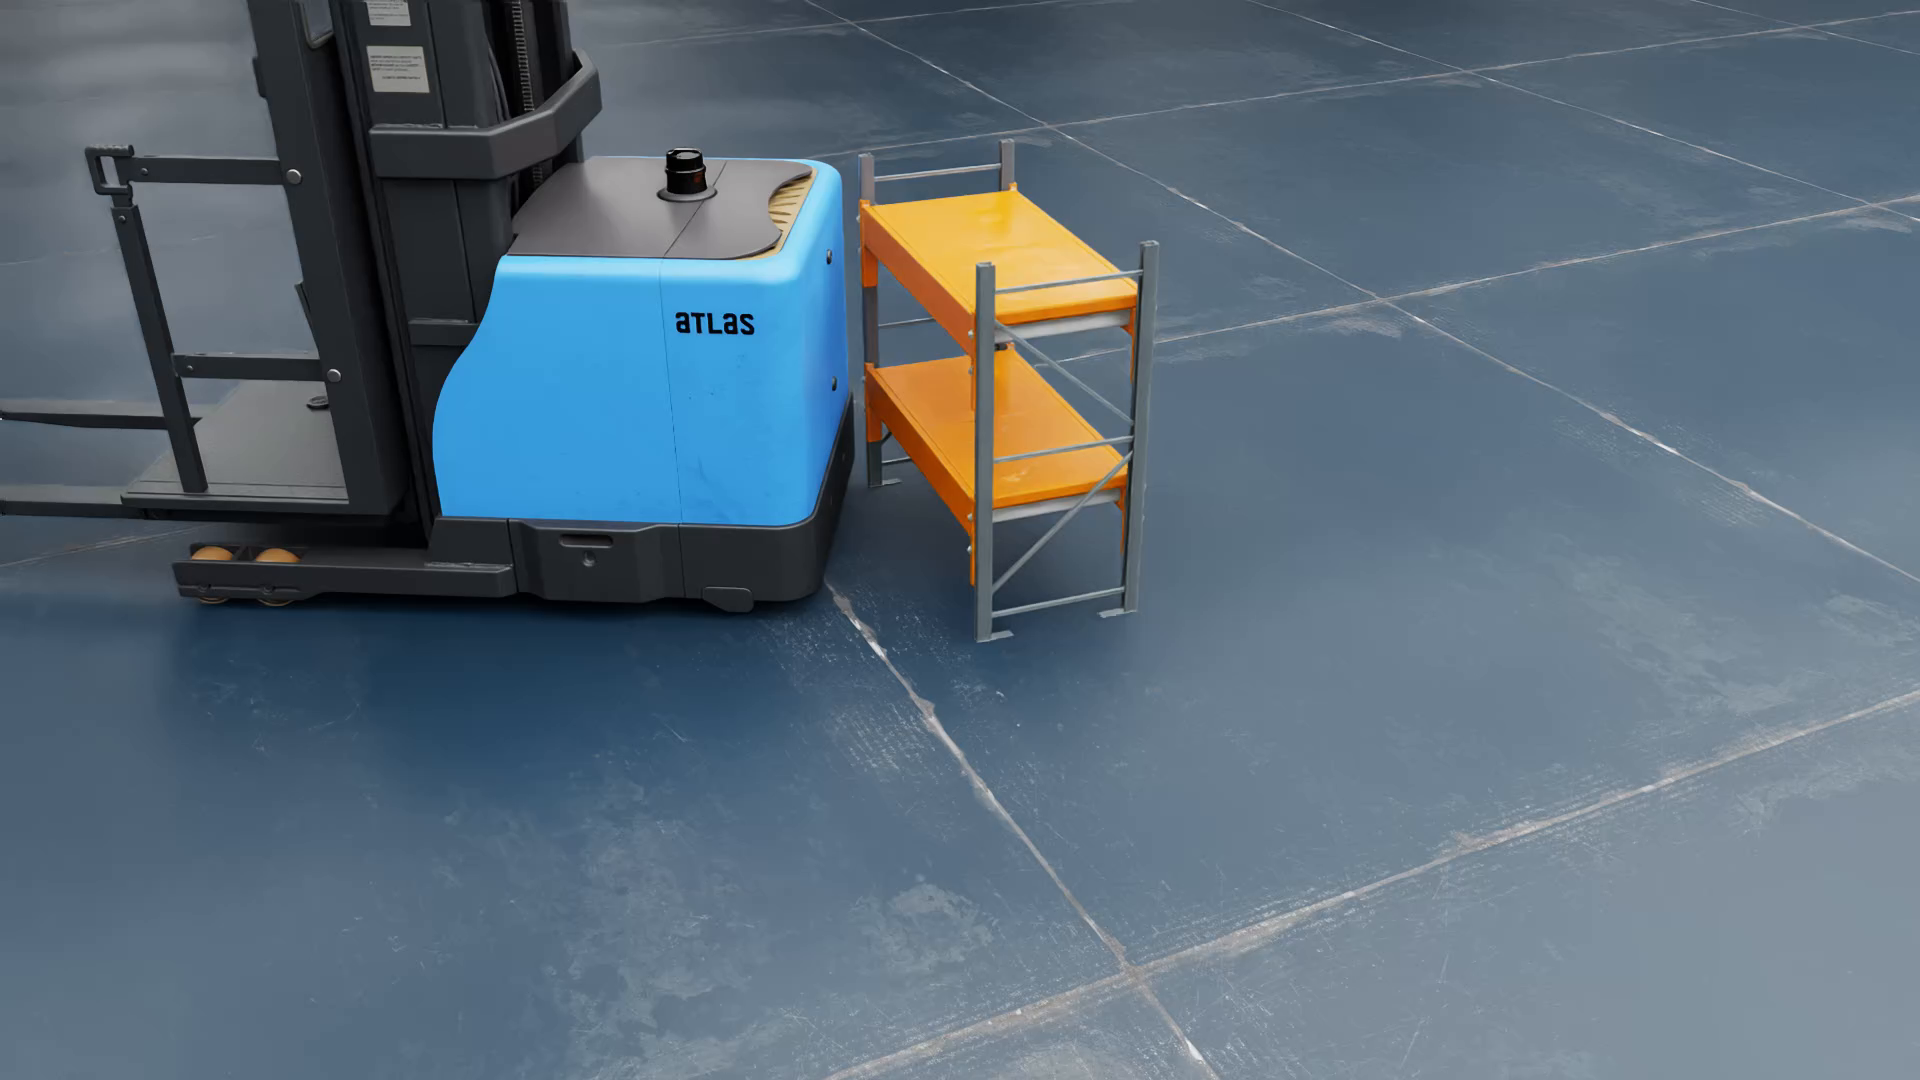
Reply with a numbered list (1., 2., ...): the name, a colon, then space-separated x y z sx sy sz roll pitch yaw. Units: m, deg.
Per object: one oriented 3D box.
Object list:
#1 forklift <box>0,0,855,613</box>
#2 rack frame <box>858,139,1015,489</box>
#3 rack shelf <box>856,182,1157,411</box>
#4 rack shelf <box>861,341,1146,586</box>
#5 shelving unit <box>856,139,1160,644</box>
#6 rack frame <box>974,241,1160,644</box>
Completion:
1. forklift: -1.893 -1.339 4.641 3.031 2.935 1.130 2 29 3
2. rack frame: -0.070 -0.710 5.367 0.500 1.125 0.032 -10 31 -17
3. rack shelf: 0.105 -0.732 4.807 0.538 0.278 1.000 -10 31 -17
4. rack shelf: 0.105 -0.264 5.070 0.538 0.278 1.000 -10 31 -17
5. shelving unit: 0.105 -0.477 4.950 0.538 1.125 1.048 -10 31 -17
6. rack frame: 0.279 -0.243 4.534 0.500 1.125 0.032 -10 31 -17
